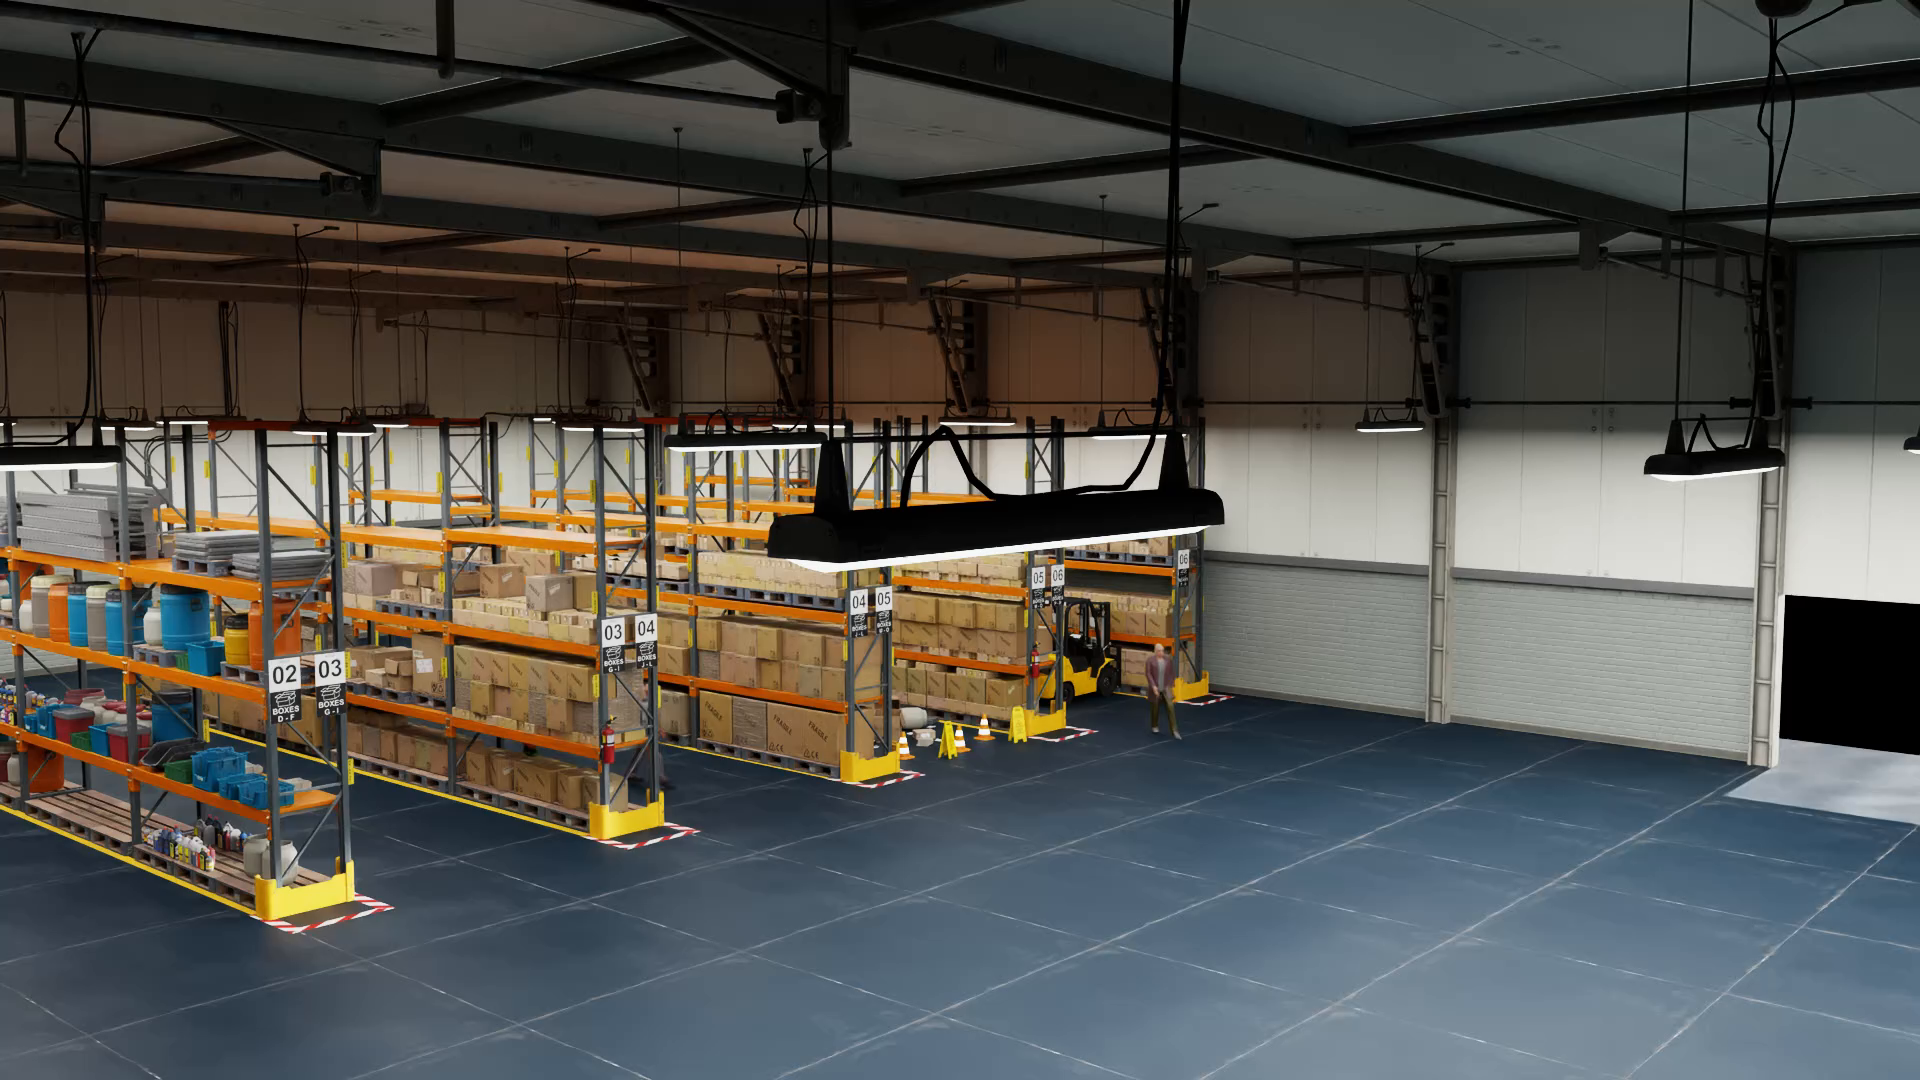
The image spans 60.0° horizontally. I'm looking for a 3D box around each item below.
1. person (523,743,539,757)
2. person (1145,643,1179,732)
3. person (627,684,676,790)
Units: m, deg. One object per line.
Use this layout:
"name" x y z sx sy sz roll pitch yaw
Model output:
"person" -7.518 2.989 29.111 0.601 1.709 0.561 3 5 30
"person" 3.825 2.786 31.573 0.626 1.667 0.756 0 5 2
"person" -5.087 3.211 27.366 0.926 1.711 0.607 1 5 8
